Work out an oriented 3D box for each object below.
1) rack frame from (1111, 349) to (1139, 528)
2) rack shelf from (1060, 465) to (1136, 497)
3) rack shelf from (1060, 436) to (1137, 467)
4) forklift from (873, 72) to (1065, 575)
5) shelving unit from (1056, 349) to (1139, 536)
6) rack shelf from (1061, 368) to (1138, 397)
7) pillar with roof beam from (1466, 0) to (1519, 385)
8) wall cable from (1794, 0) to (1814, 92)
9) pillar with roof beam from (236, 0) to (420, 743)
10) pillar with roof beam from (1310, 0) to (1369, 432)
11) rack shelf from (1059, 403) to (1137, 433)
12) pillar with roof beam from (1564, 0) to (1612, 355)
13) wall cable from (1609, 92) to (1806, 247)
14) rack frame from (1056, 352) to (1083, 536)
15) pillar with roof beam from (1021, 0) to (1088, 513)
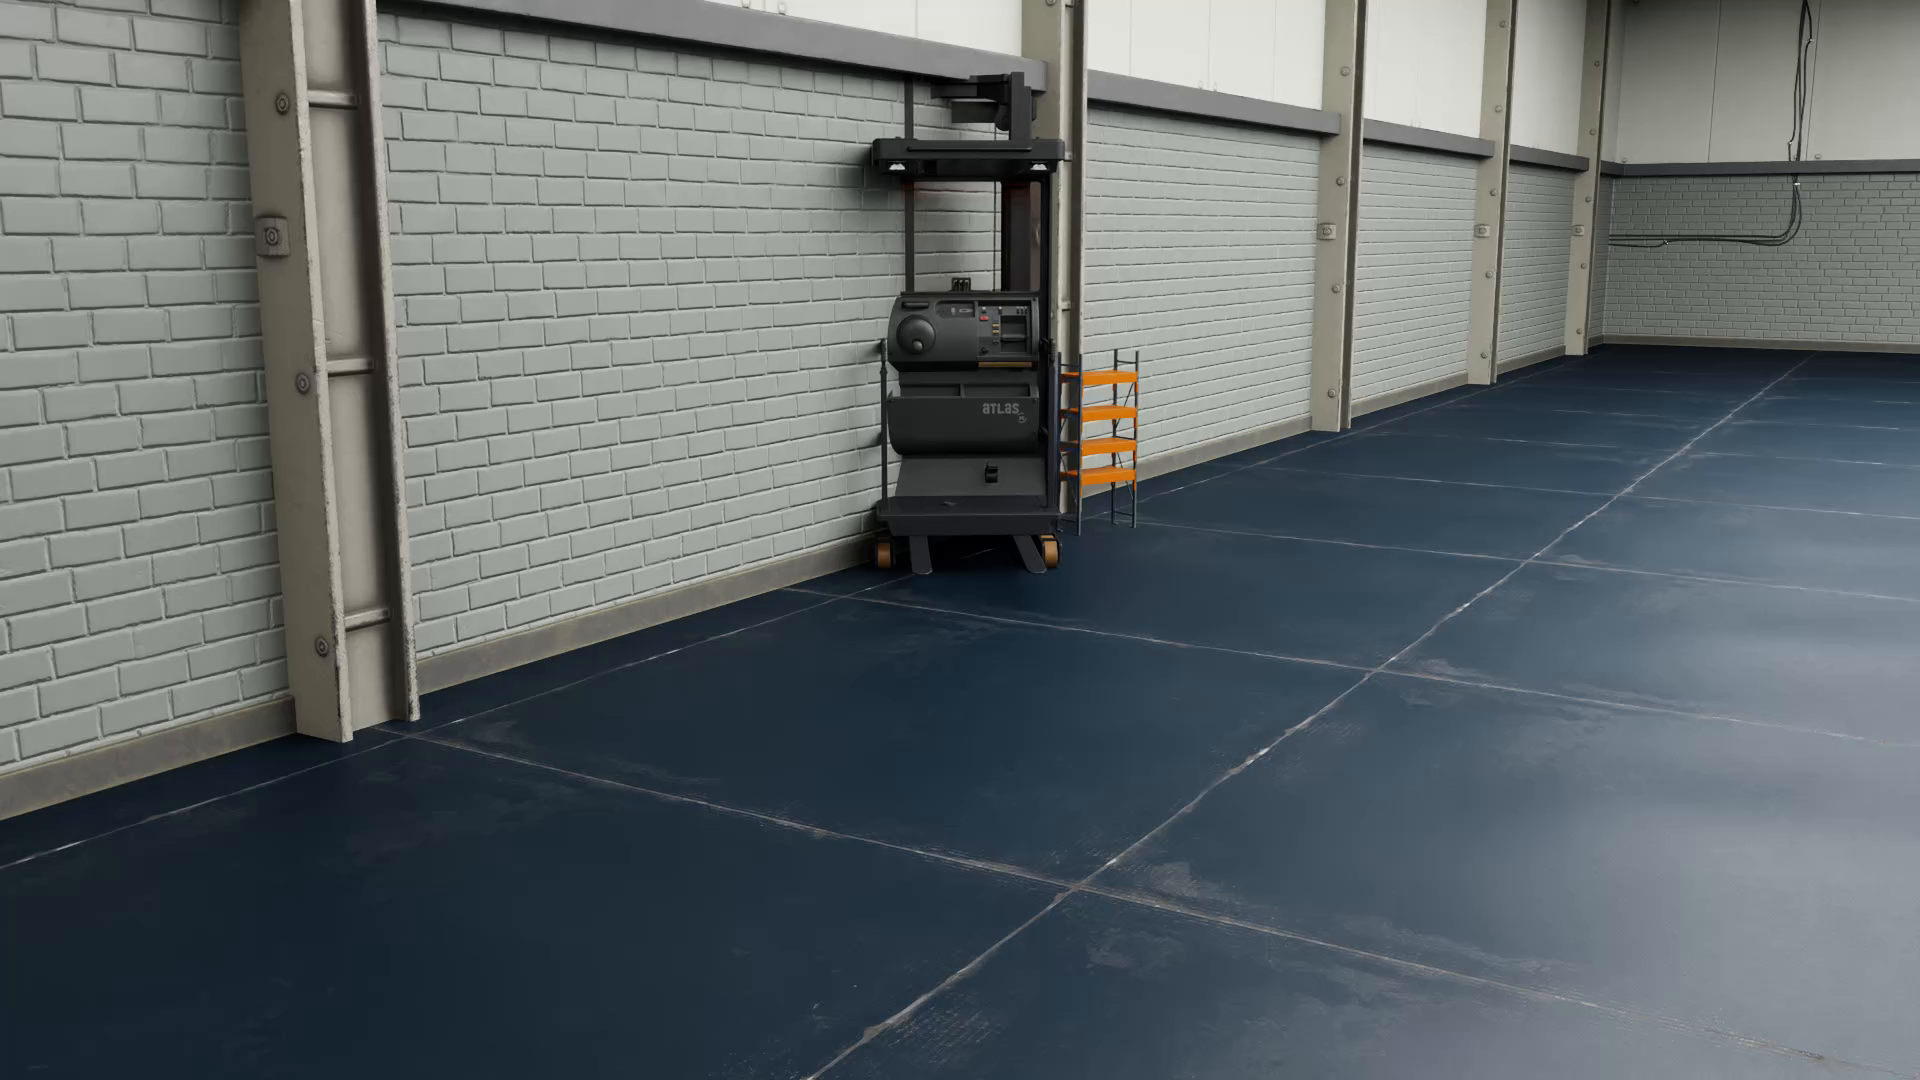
[{"bbox_3d":[1.120,-0.689,11.288,0.015,1.200,0.240,-7,13,-35],"label":"rack frame"},{"bbox_3d":[0.921,-0.401,11.197,0.480,0.148,0.258,-7,13,-35],"label":"rack shelf"},{"bbox_3d":[0.921,-0.597,11.161,0.480,0.148,0.258,-7,13,-35],"label":"rack shelf"},{"bbox_3d":[0.031,-1.325,9.983,1.130,2.935,3.031,-1,11,-3],"label":"forklift"},{"bbox_3d":[0.921,-0.663,11.148,0.503,1.200,0.258,-7,13,-35],"label":"shelving unit"},{"bbox_3d":[0.921,-1.049,11.076,0.480,0.148,0.258,-7,13,-35],"label":"rack shelf"},{"bbox_3d":[10.550,-6.086,18.922,9.100,9.000,0.400,6,12,31],"label":"pillar with roof beam"},{"bbox_3d":[14.958,-8.475,26.400,3.097,2.526,0.112,6,12,31],"label":"wall cable"},{"bbox_3d":[1.205,-3.255,3.801,9.100,9.000,0.400,6,12,31],"label":"pillar with roof beam"},{"bbox_3d":[7.435,-5.142,13.881,9.100,9.000,0.400,6,12,31],"label":"pillar with roof beam"},{"bbox_3d":[0.921,-0.817,11.120,0.480,0.148,0.258,-7,13,-35],"label":"rack shelf"},{"bbox_3d":[13.666,-7.029,23.962,9.100,9.000,0.400,6,12,31],"label":"pillar with roof beam"},{"bbox_3d":[12.646,-6.251,28.245,3.097,2.526,0.112,6,12,31],"label":"wall cable"},{"bbox_3d":[0.723,-0.637,11.009,0.015,1.200,0.240,-7,13,-35],"label":"rack frame"},{"bbox_3d":[4.320,-4.199,8.841,9.100,9.000,0.400,6,12,31],"label":"pillar with roof beam"}]
